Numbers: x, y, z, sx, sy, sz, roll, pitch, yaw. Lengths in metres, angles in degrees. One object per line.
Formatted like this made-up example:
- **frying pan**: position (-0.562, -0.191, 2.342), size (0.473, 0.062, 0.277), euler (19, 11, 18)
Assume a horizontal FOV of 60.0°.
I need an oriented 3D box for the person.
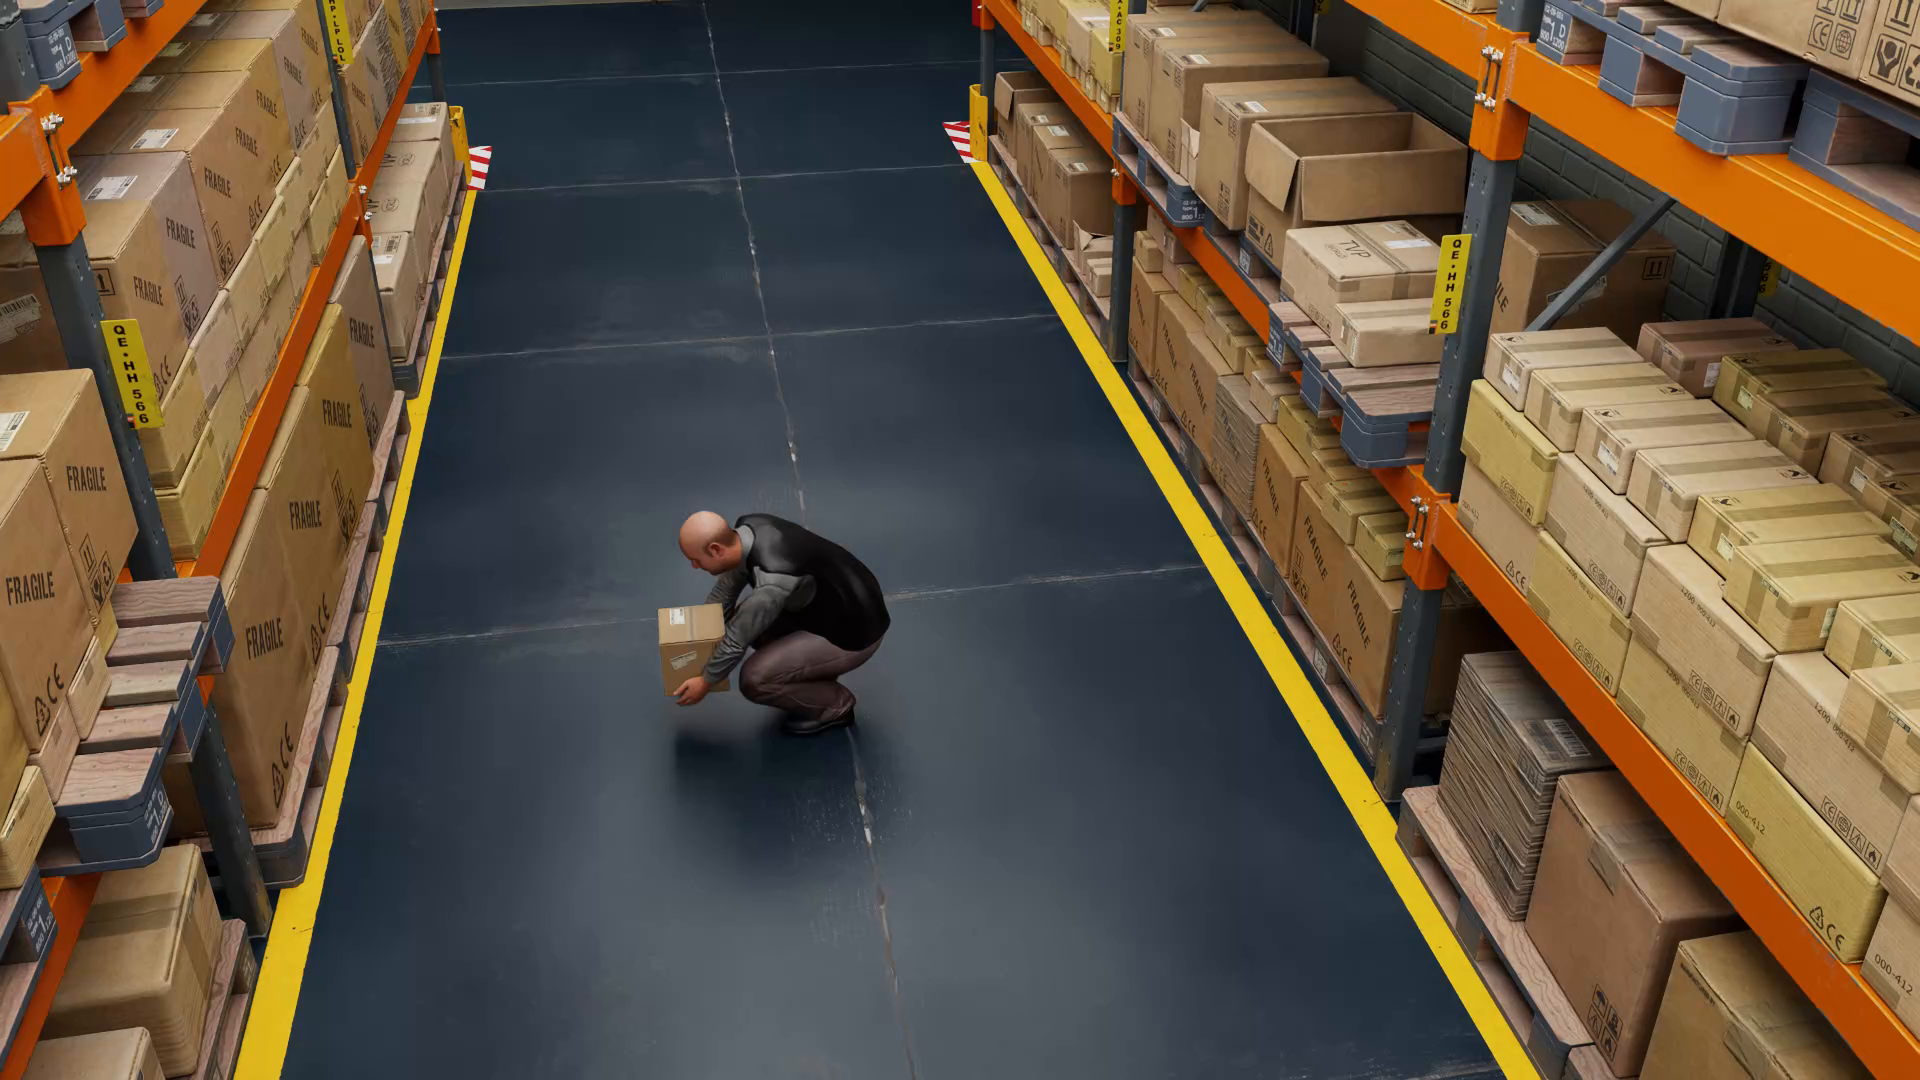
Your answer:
- **person**: position (-0.706, 0.276, 6.451), size (0.856, 0.959, 0.527), euler (-5, 31, -9)
